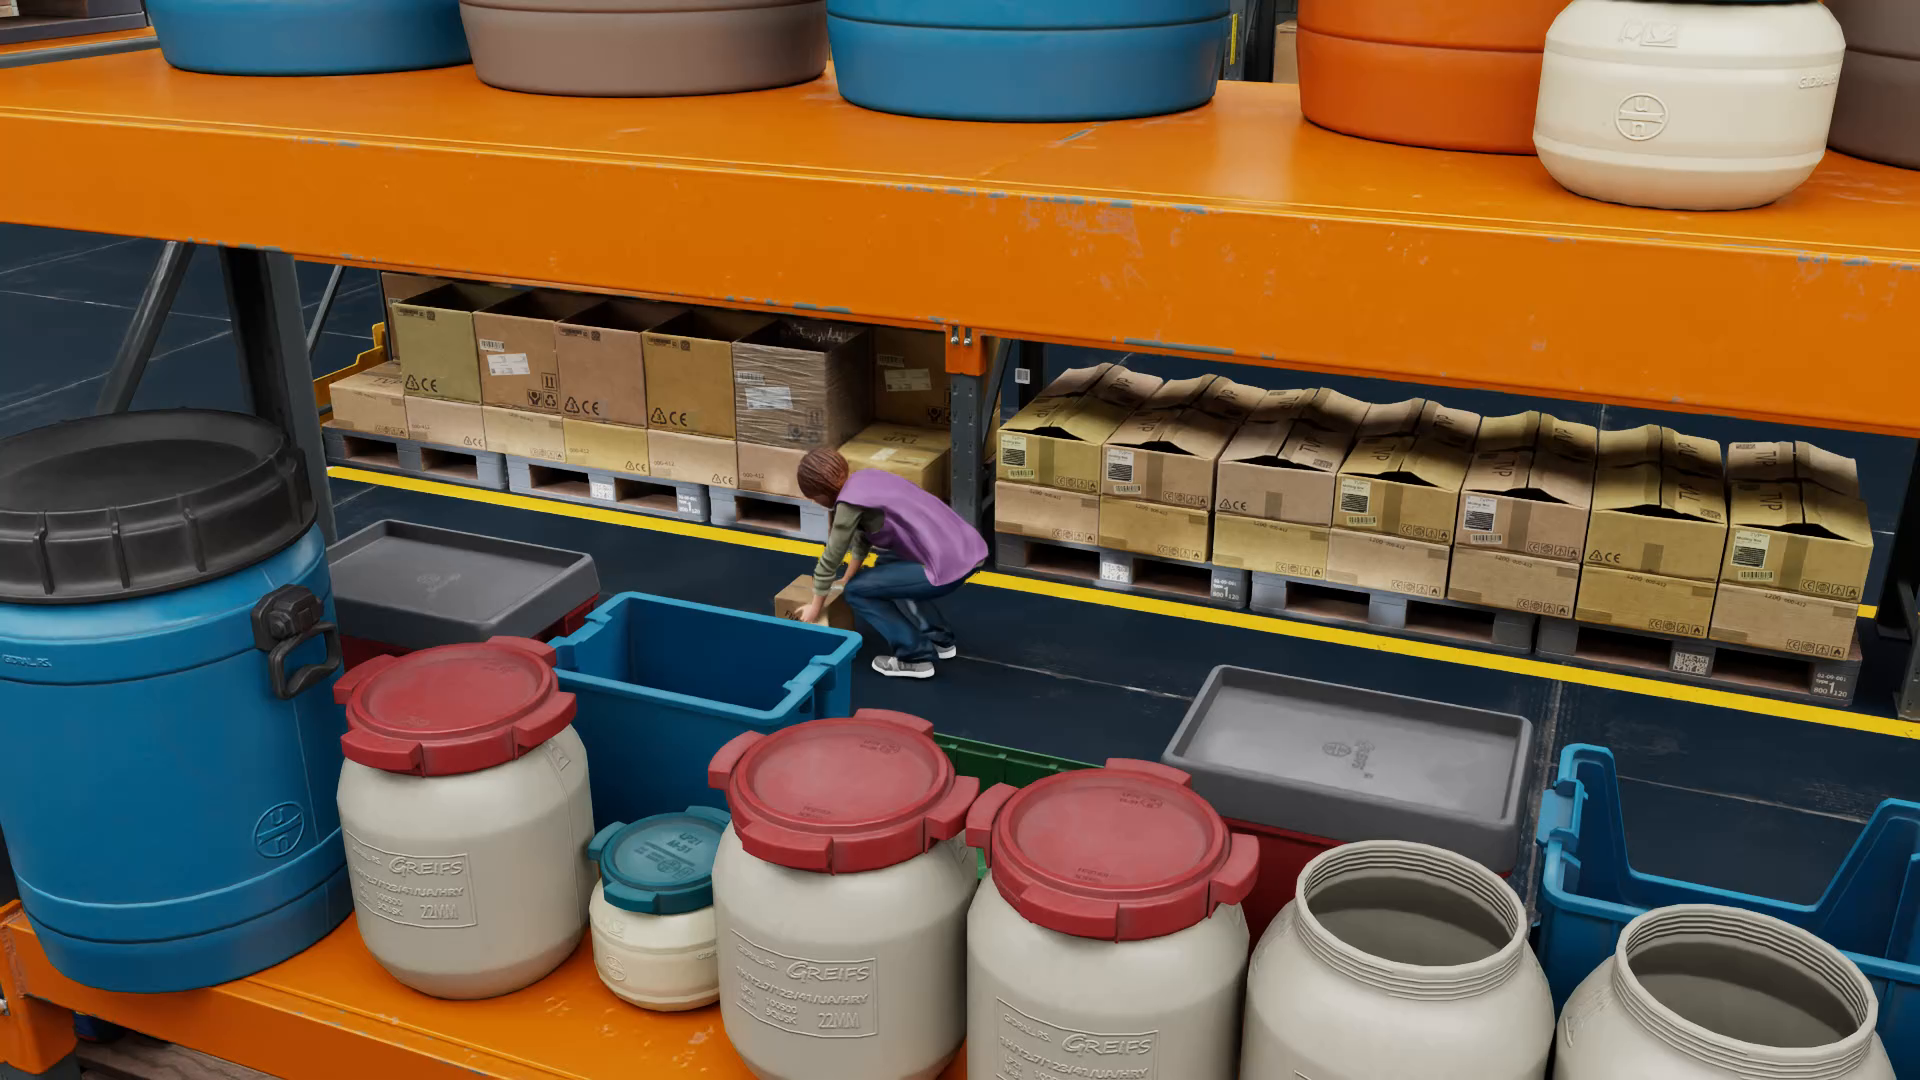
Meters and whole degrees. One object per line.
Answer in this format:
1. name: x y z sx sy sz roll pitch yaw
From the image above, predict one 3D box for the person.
1. person: -0.282 0.092 6.786 0.792 0.906 0.448 10 25 23
